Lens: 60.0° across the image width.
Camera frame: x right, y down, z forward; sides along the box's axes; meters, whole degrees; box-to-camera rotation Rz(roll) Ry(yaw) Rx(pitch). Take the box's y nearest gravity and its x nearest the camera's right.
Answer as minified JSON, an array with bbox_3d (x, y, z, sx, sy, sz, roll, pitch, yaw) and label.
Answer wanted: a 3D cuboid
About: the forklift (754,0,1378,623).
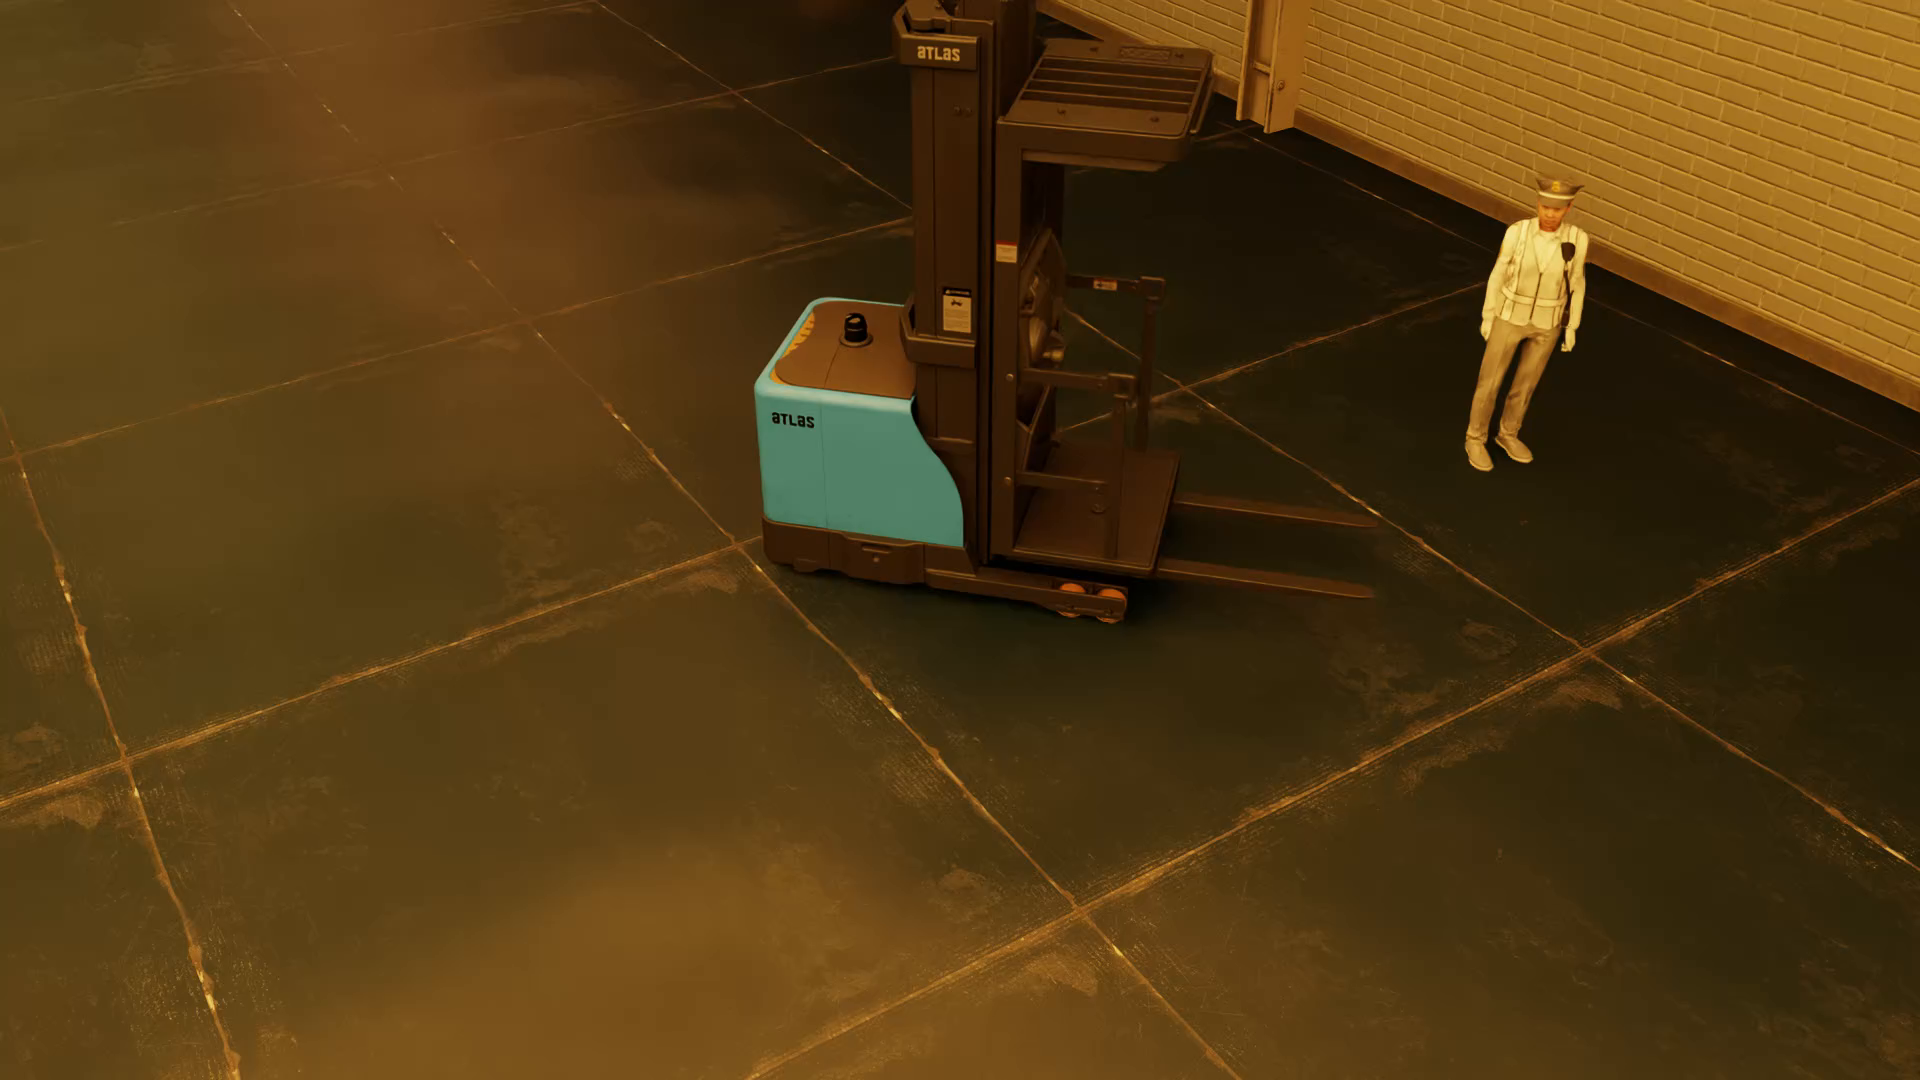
[{"bbox_3d":[0.574,-1.132,7.758,3.031,2.935,1.130,8,36,11],"label":"forklift"}]

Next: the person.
[{"bbox_3d":[3.044,-1.146,8.884,0.504,1.669,0.390,10,36,14],"label":"person"}]
